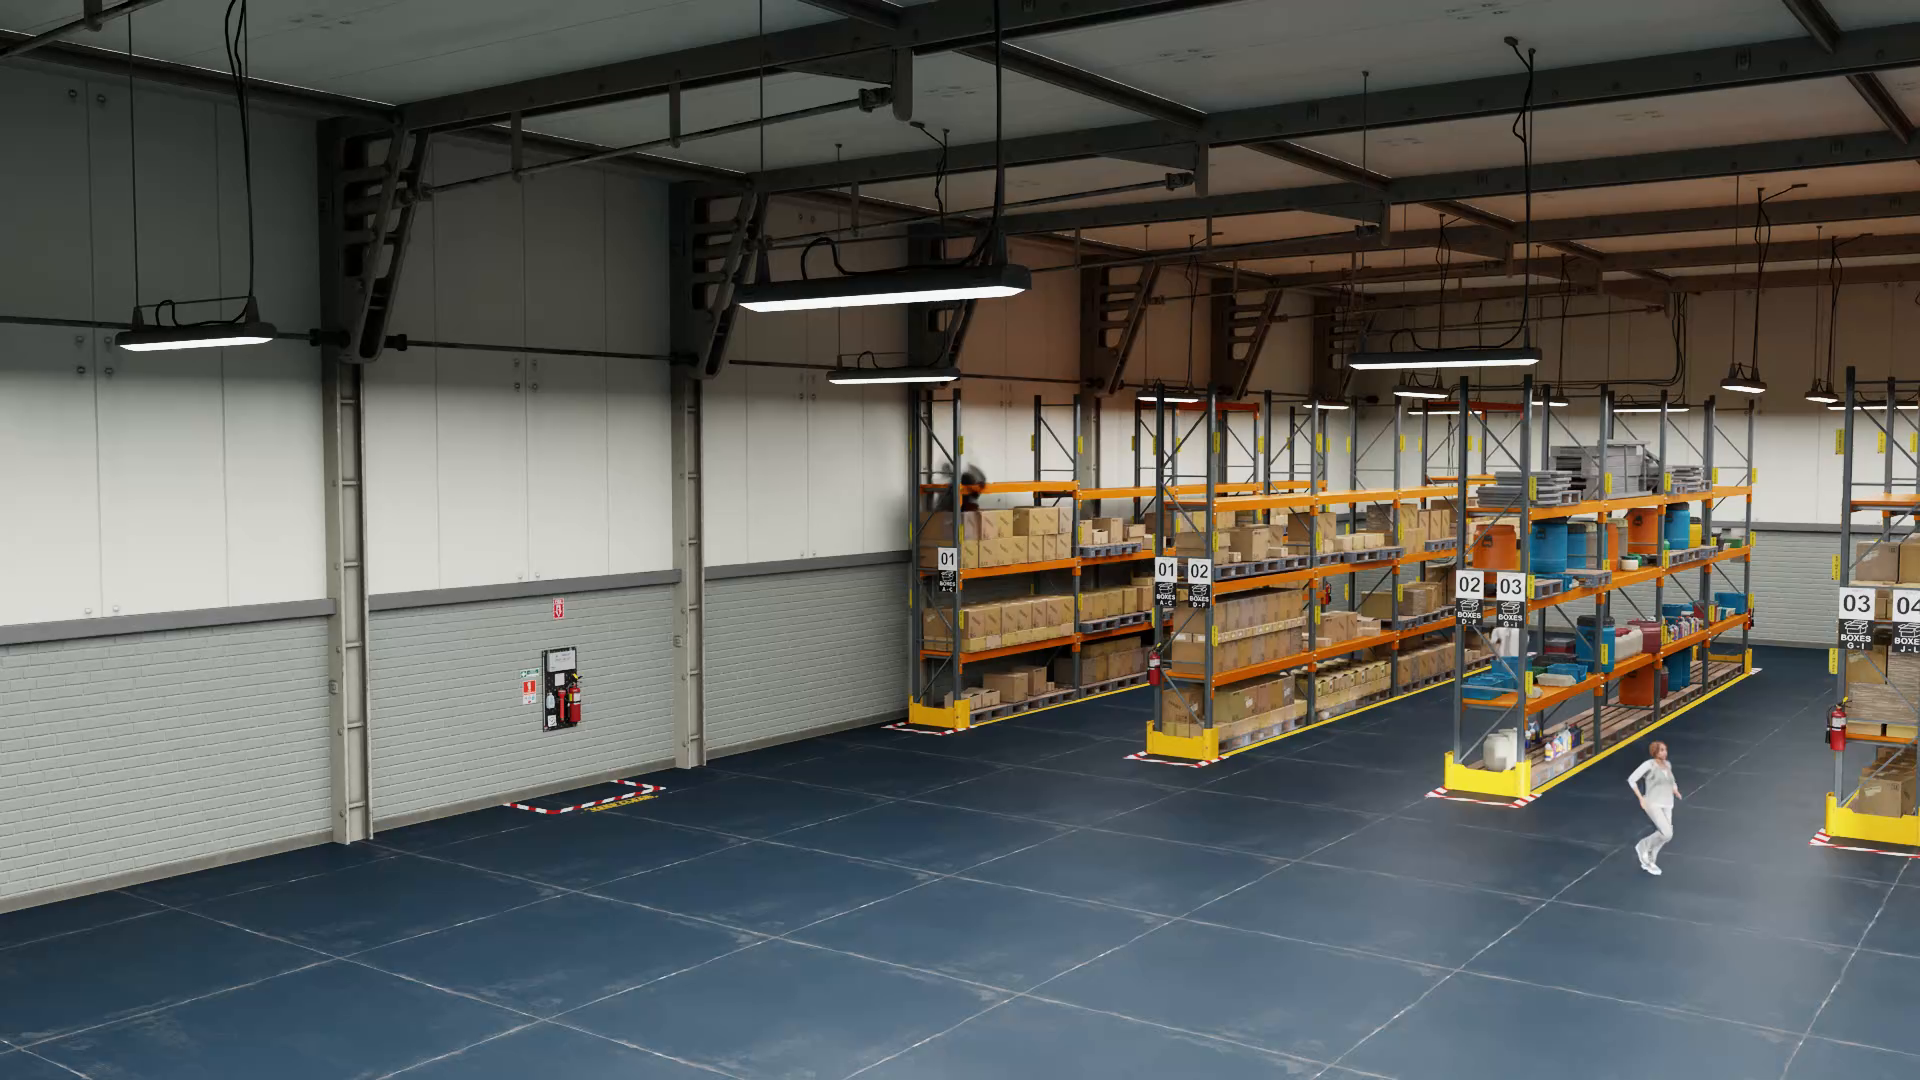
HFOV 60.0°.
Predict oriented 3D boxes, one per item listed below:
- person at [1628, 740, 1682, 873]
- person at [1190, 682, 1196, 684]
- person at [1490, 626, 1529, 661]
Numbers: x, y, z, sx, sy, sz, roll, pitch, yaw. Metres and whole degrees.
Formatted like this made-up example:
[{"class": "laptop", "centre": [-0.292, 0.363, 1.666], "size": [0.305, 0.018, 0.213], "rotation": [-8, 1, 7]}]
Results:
[{"class": "person", "centre": [8.147, 3.127, 19.350], "size": [0.528, 1.543, 0.544], "rotation": [-1, 4, -24]}, {"class": "person", "centre": [4.391, 2.458, 30.532], "size": [0.581, 1.602, 0.516], "rotation": [2, 4, 31]}, {"class": "person", "centre": [10.612, 2.291, 32.193], "size": [0.688, 1.814, 0.755], "rotation": [2, 4, 27]}]
